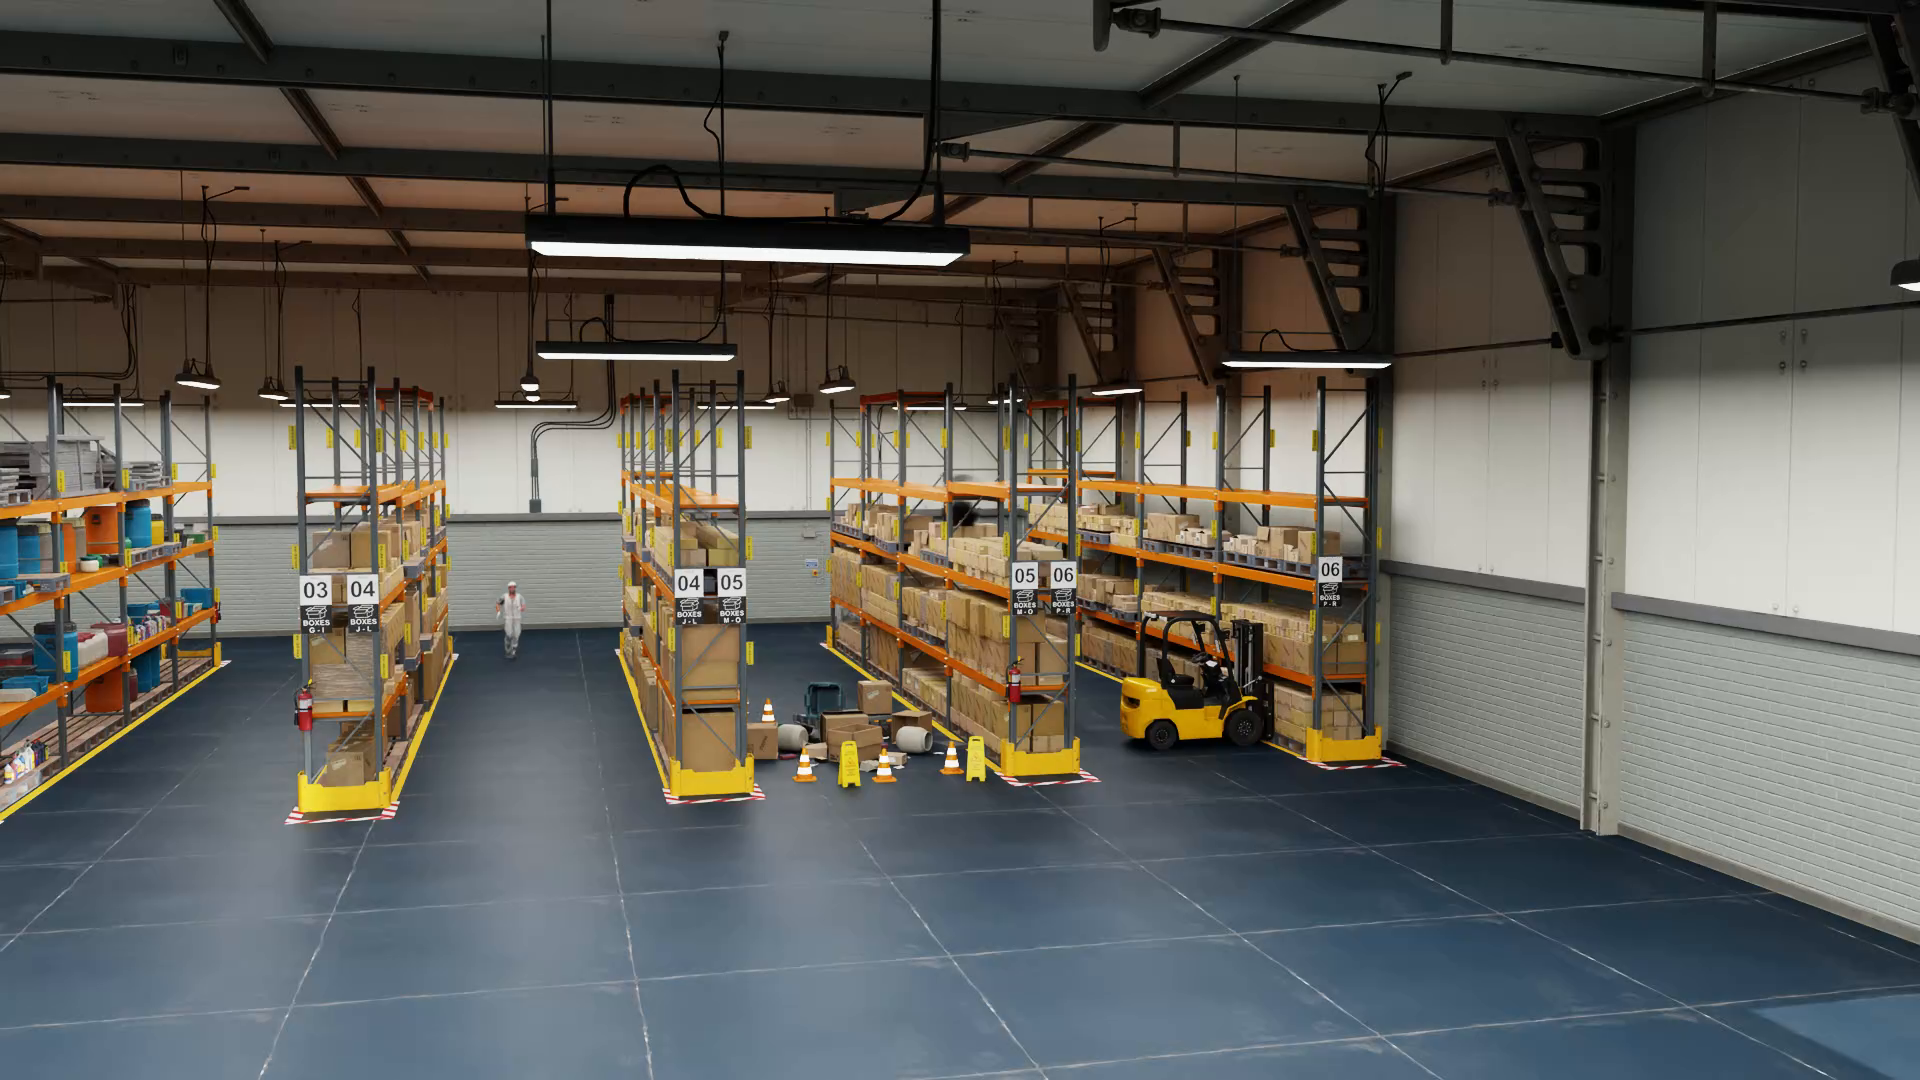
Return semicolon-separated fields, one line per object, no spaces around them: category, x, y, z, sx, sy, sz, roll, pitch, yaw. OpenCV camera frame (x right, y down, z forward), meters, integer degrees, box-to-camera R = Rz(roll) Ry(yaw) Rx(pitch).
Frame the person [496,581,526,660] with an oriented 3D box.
person;-10.236;1.841;37.995;0.647;1.783;0.700;-2;4;-25

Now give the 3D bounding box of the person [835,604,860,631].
person;-2.944;1.518;43.062;0.992;1.755;0.715;-2;4;-29
